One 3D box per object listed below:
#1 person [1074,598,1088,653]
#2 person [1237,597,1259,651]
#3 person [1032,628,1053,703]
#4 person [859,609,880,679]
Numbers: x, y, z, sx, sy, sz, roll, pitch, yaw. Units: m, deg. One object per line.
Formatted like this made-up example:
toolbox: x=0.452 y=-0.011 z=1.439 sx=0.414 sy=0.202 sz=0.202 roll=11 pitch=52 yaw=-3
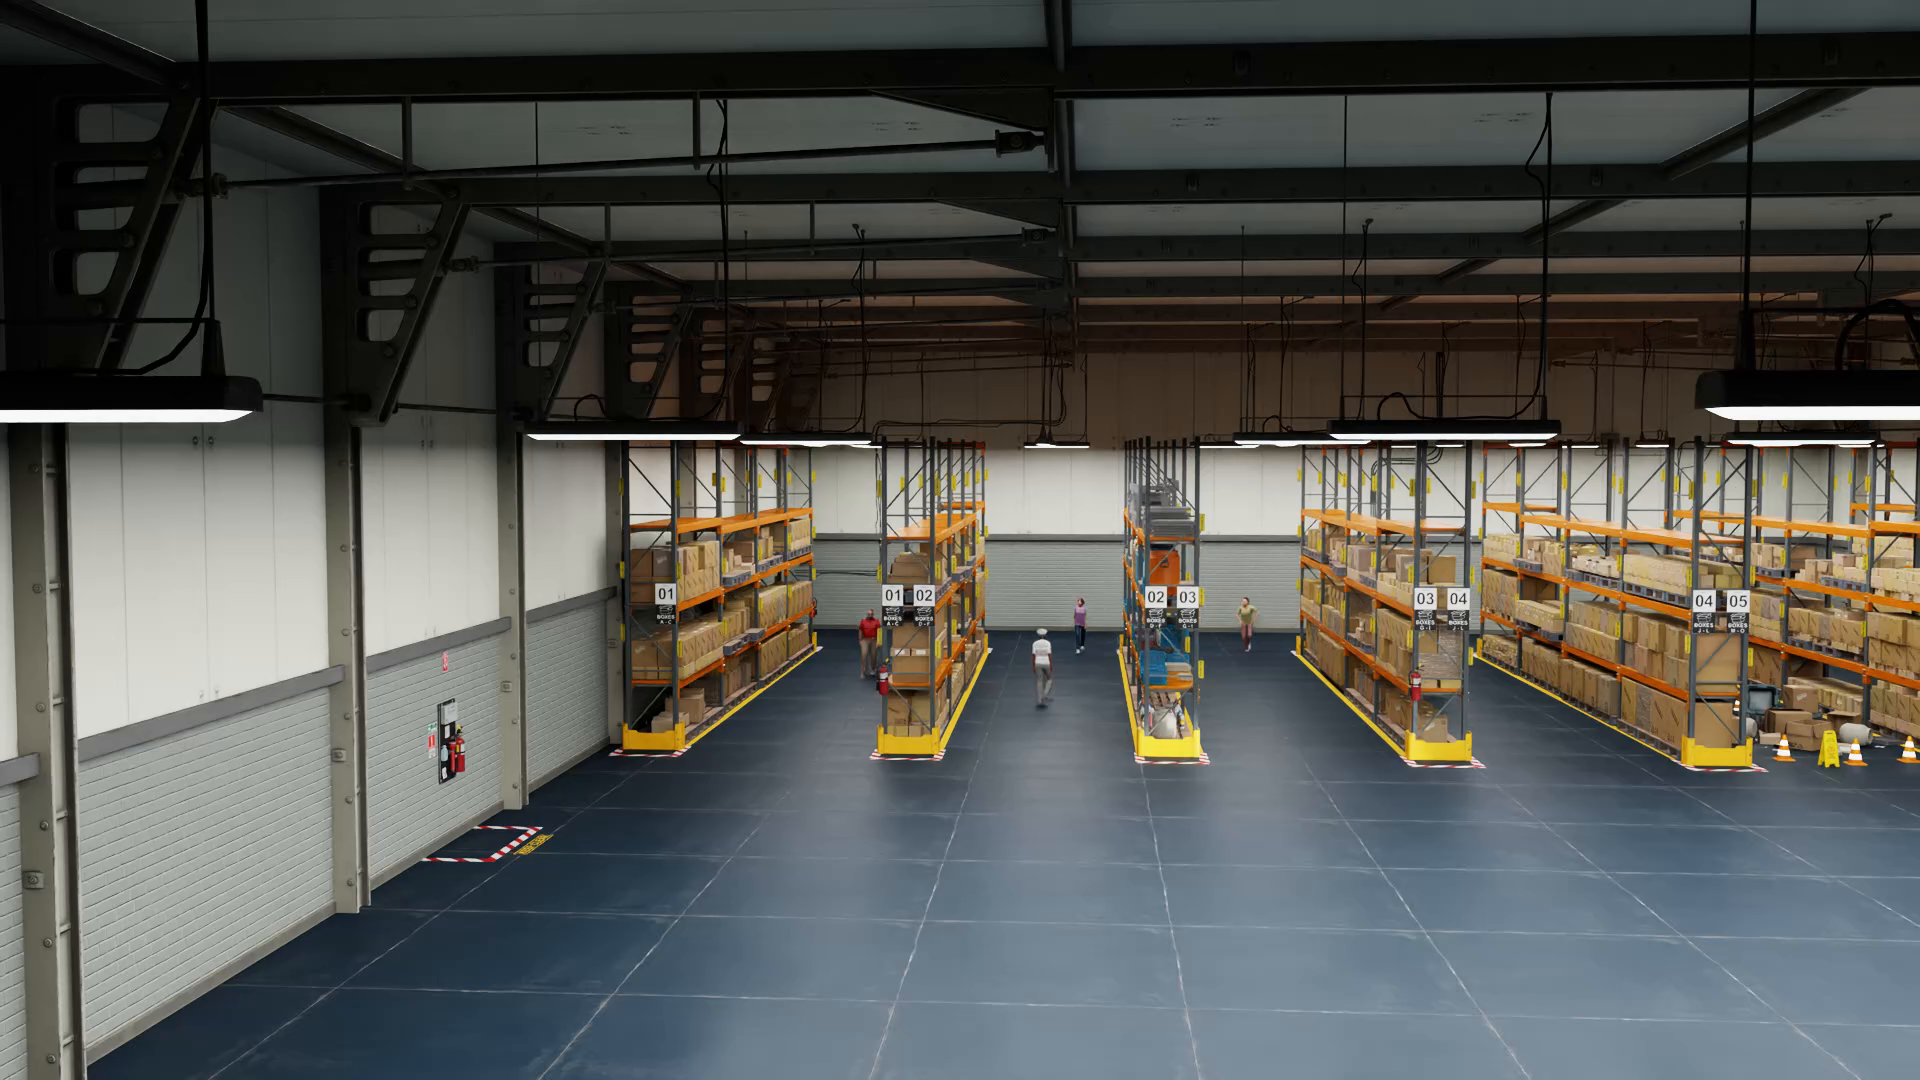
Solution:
person: x=3.424 y=2.411 z=47.115 sx=0.399 sy=1.534 sz=0.972 roll=0 pitch=3 yaw=3
person: x=8.199 y=2.412 z=47.368 sx=0.632 sy=1.563 sz=0.670 roll=1 pitch=3 yaw=13
person: x=1.882 y=2.855 z=37.765 sx=0.499 sy=1.676 sz=0.443 roll=1 pitch=3 yaw=16
person: x=-2.290 y=2.629 z=42.163 sx=0.556 sy=1.756 sz=0.802 roll=0 pitch=3 yaw=-4
